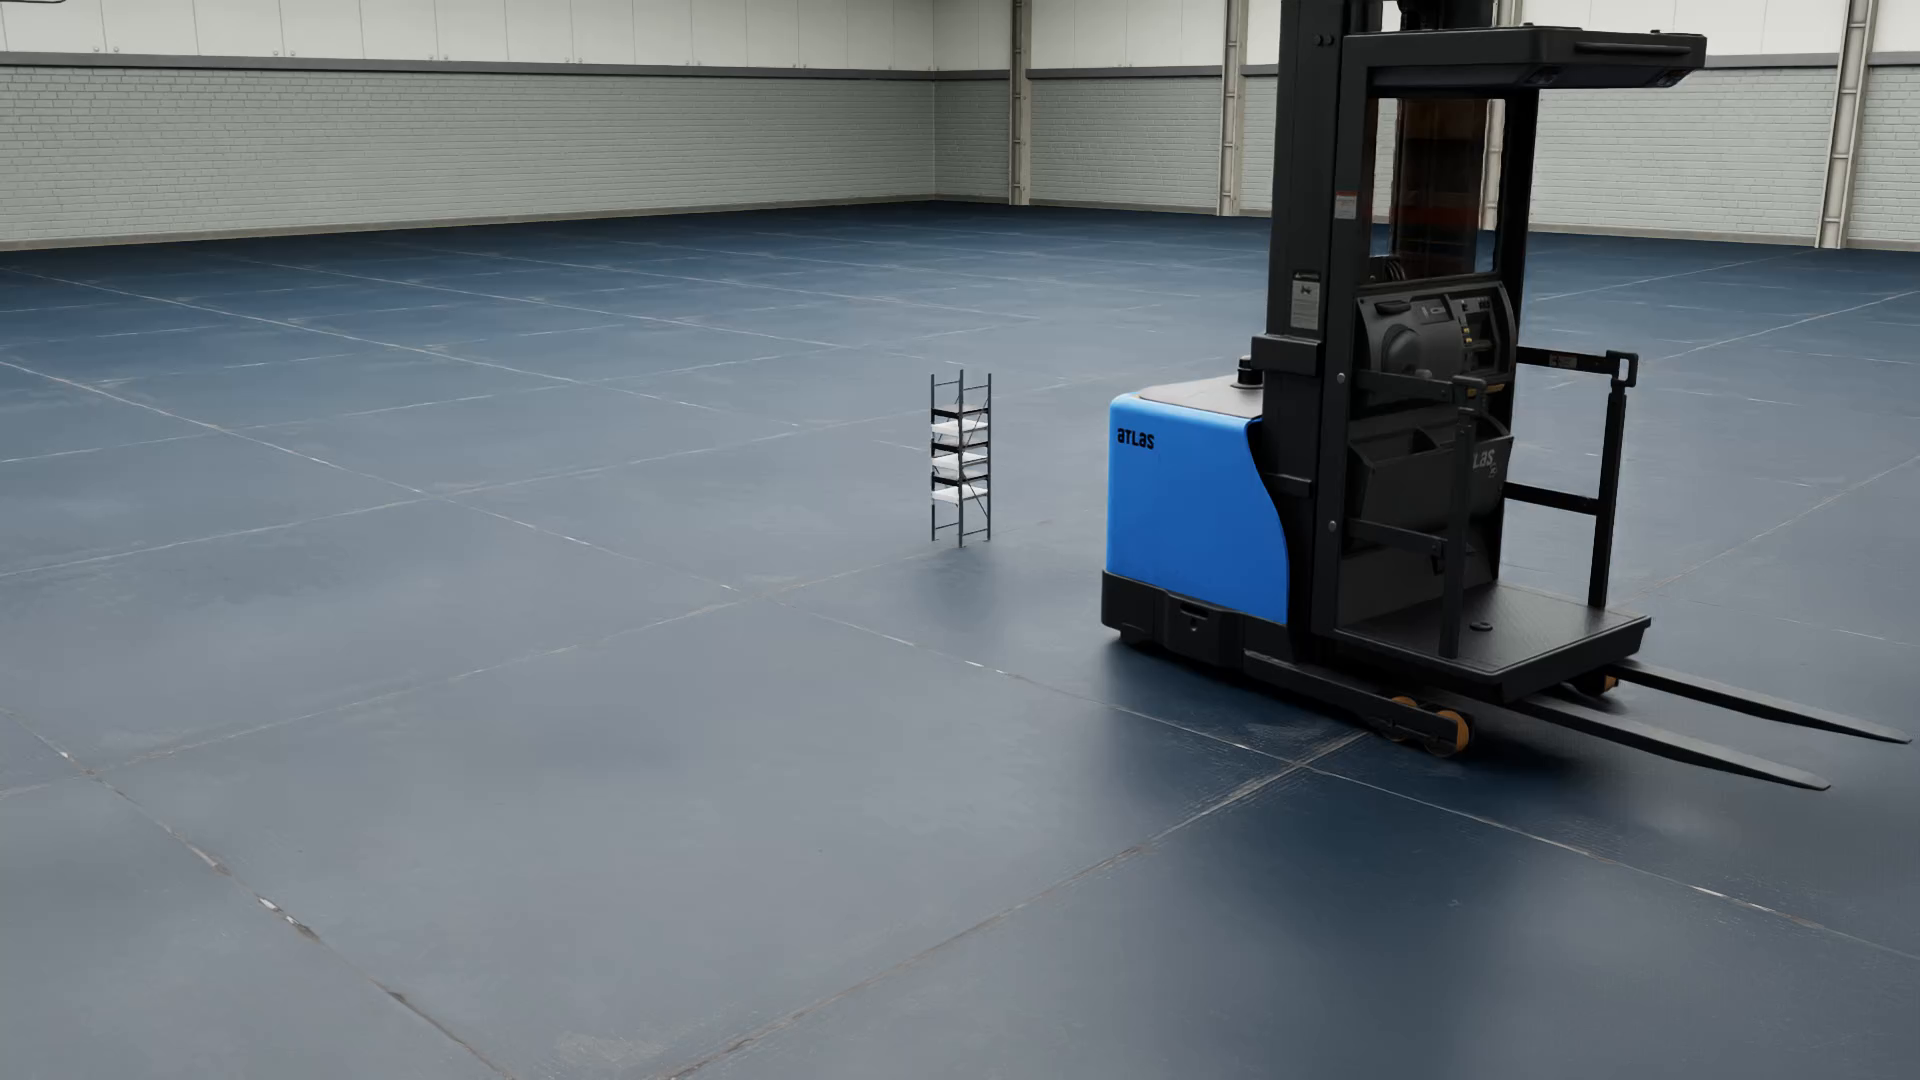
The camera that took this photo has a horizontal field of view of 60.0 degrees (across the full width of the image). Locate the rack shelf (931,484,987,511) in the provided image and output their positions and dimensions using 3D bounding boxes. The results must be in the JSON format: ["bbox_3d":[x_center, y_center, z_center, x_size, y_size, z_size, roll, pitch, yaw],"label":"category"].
[{"bbox_3d":[0.006,-0.228,8.867,0.200,0.077,0.258,14,20,42],"label":"rack shelf"}]

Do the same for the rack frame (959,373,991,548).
[{"bbox_3d":[0.079,-0.416,8.745,0.006,0.900,0.240,14,20,42],"label":"rack frame"}]

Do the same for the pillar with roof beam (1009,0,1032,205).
[{"bbox_3d":[-1.577,-11.549,35.411,0.400,9.000,9.100,14,20,42],"label":"pillar with roof beam"}]

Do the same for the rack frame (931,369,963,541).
[{"bbox_3d":[-0.067,-0.452,8.881,0.006,0.900,0.240,14,20,42],"label":"rack frame"}]

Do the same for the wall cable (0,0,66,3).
[{"bbox_3d":[-15.055,-10.735,25.540,0.169,6.003,2.305,14,20,42],"label":"wall cable"}]

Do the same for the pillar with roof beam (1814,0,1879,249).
[{"bbox_3d":[11.381,-8.399,23.320,0.400,9.000,9.100,14,20,42],"label":"pillar with roof beam"}]

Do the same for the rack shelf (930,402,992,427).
[{"bbox_3d":[0.006,-0.663,8.753,0.200,0.077,0.258,14,20,42],"label":"rack shelf"}]

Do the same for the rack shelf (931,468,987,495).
[{"bbox_3d":[0.006,-0.315,8.844,0.200,0.077,0.258,14,20,42],"label":"rack shelf"}]

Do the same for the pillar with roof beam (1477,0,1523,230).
[{"bbox_3d":[7.061,-9.449,27.350,0.400,9.000,9.100,14,20,42],"label":"pillar with roof beam"}]

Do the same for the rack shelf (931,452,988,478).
[{"bbox_3d":[0.006,-0.402,8.822,0.200,0.077,0.258,14,20,42],"label":"rack shelf"}]

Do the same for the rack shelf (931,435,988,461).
[{"bbox_3d":[0.006,-0.489,8.799,0.200,0.077,0.258,14,20,42],"label":"rack shelf"}]

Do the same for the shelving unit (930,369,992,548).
[{"bbox_3d":[0.006,-0.434,8.813,0.210,0.900,0.258,14,20,42],"label":"shelving unit"}]

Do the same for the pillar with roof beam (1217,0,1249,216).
[{"bbox_3d":[2.742,-10.499,31.381,0.400,9.000,9.100,14,20,42],"label":"pillar with roof beam"}]

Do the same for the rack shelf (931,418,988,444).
[{"bbox_3d":[0.006,-0.576,8.776,0.200,0.077,0.258,14,20,42],"label":"rack shelf"}]

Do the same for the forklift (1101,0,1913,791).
[{"bbox_3d":[1.943,-0.783,6.126,1.130,2.935,3.031,-12,19,-38],"label":"forklift"}]
